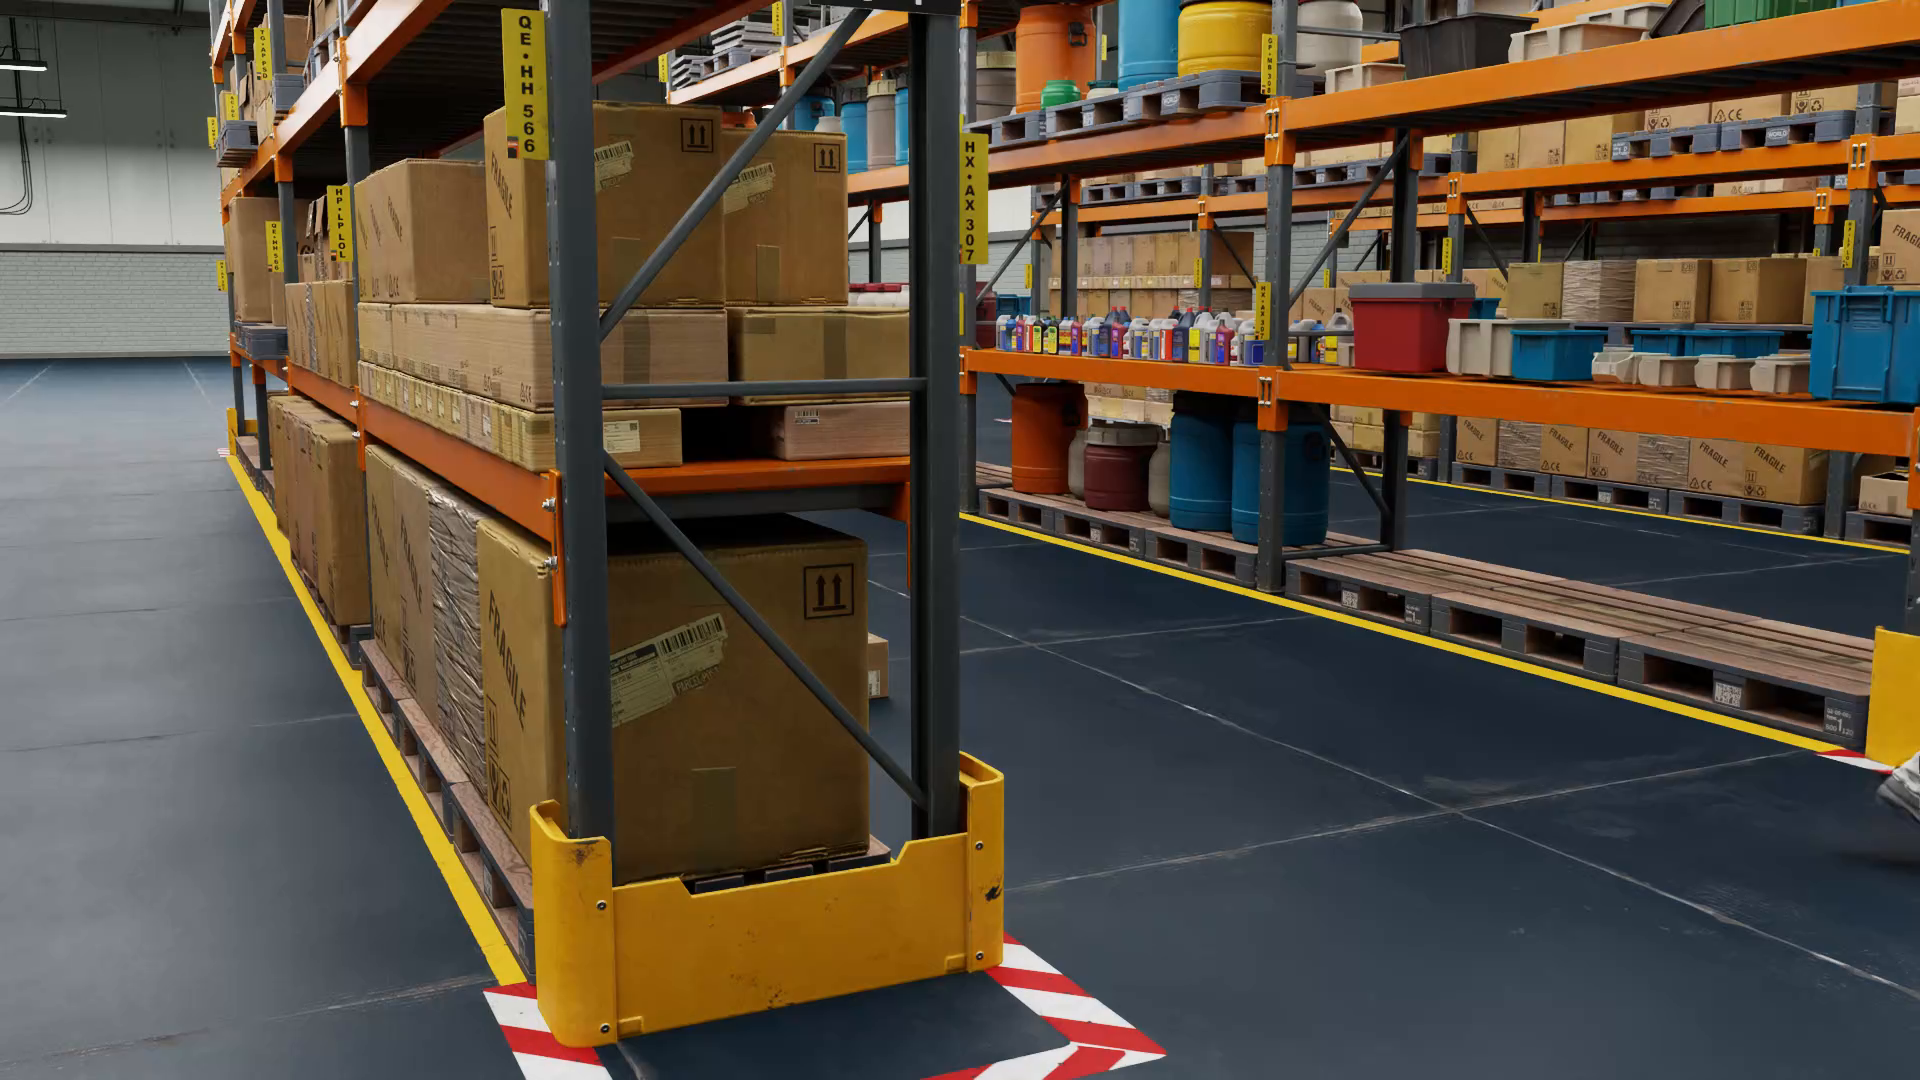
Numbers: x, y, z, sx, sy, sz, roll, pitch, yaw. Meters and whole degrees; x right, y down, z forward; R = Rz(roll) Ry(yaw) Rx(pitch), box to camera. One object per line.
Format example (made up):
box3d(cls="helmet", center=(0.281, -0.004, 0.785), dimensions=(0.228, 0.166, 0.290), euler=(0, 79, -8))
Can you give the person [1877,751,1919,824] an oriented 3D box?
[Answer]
box3d(cls="person", center=(3.355, 0.114, 4.964), dimensions=(0.961, 1.754, 0.511), euler=(3, 9, 19))
